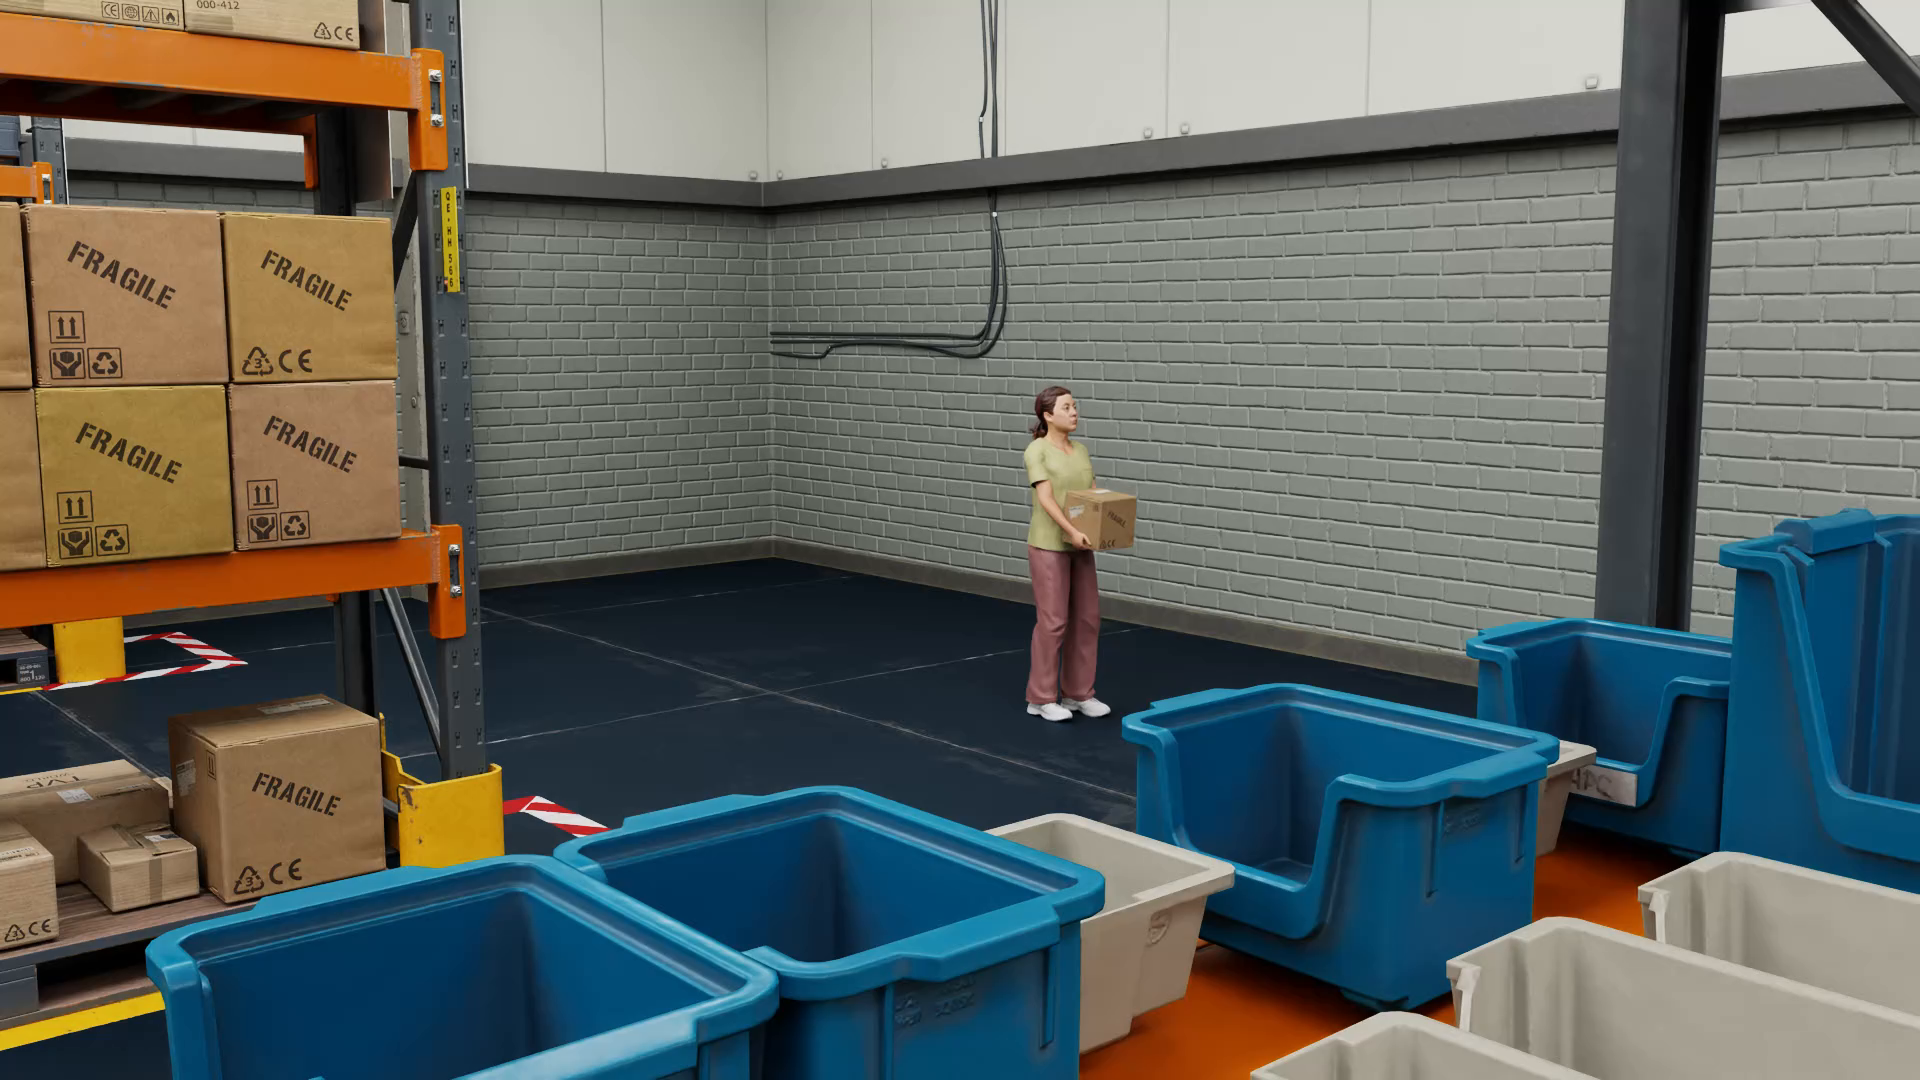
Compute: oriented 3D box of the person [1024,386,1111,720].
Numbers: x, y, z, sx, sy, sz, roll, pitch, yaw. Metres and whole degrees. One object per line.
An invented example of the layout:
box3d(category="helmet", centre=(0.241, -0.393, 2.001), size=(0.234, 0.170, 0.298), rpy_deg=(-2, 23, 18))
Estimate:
box3d(category="person", centre=(0.559, 0.067, 8.347), size=(0.428, 1.654, 0.551), rpy_deg=(-7, 10, -41))
